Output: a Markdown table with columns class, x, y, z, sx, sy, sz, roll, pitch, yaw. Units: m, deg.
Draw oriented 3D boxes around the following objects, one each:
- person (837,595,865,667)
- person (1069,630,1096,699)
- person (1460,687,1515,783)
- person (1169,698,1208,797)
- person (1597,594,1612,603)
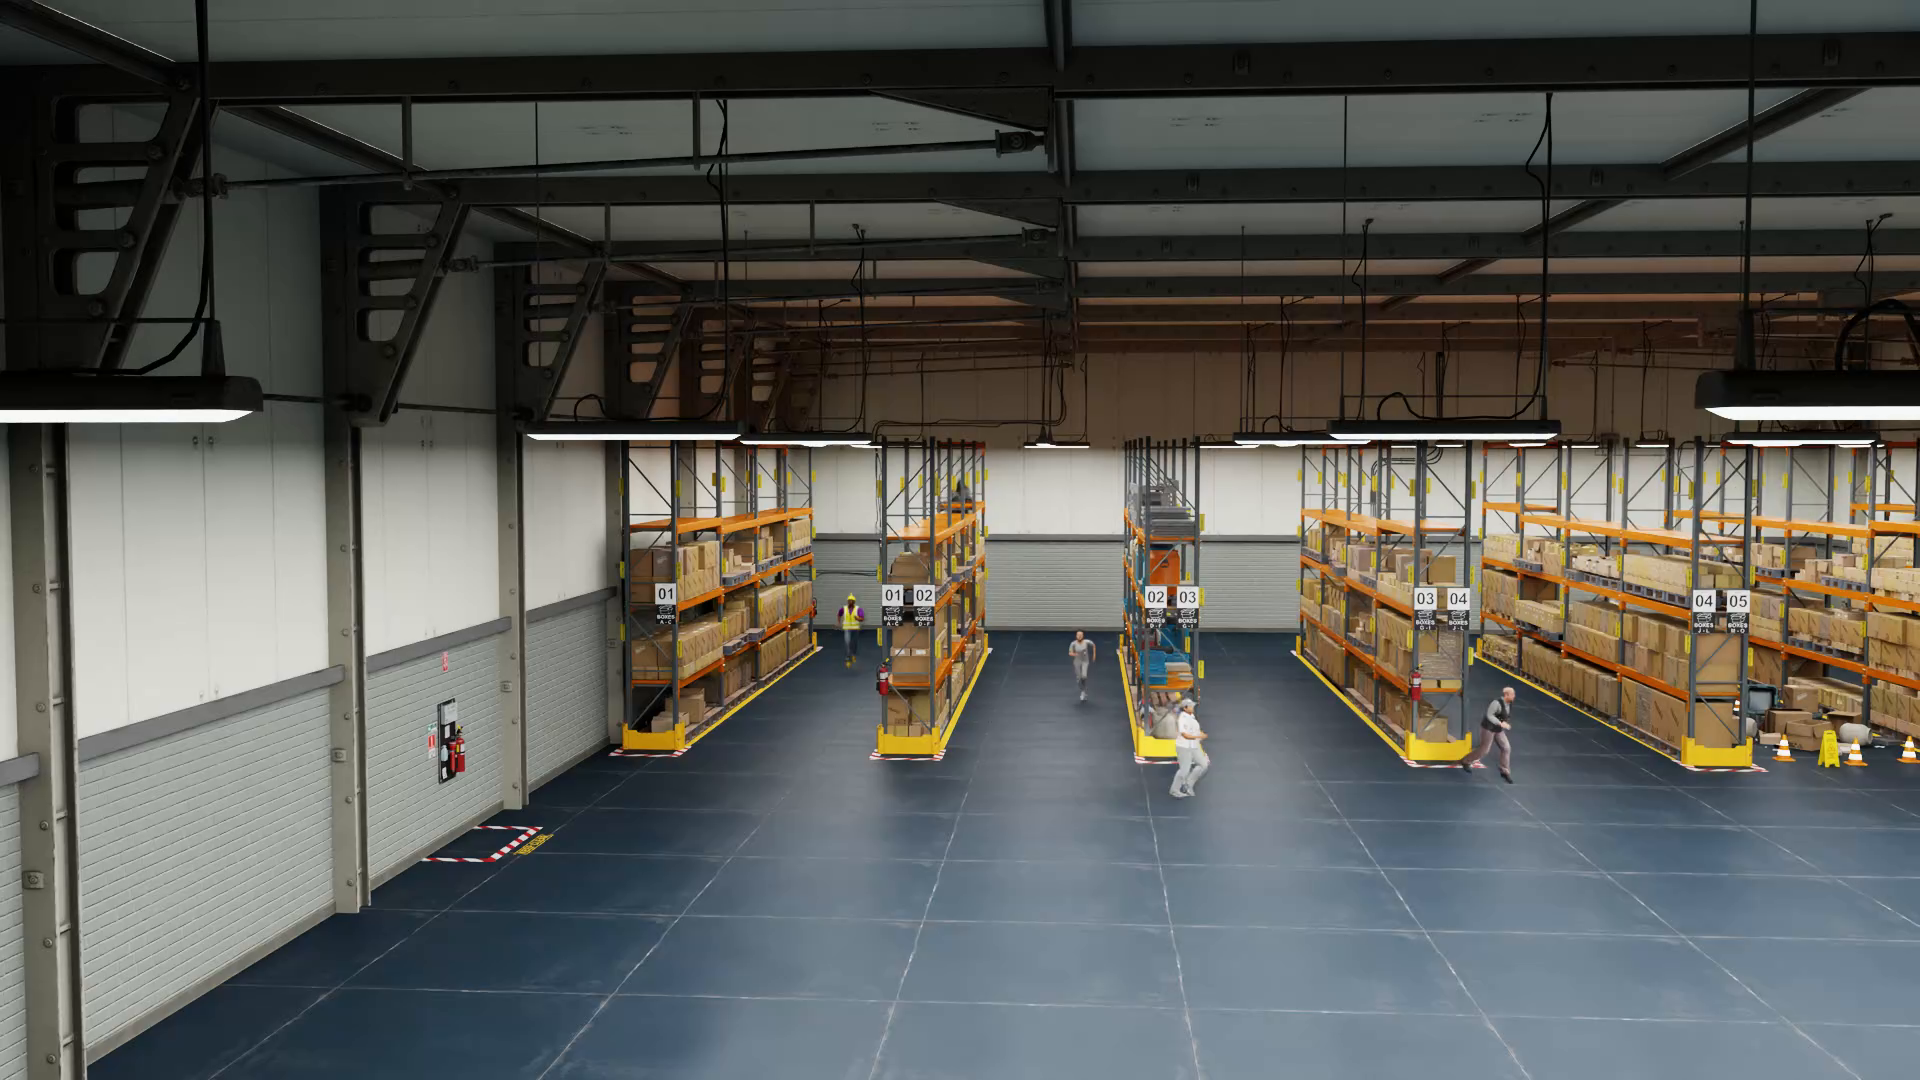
| class | x | y | z | sx | sy | sz | roll | pitch | yaw |
| --- | --- | --- | --- | --- | --- | --- | --- | --- | --- |
| person | -2.802 | 2.326 | 42.792 | 0.686 | 1.803 | 0.868 | 0 | 3 | -6 |
| person | 2.798 | 2.849 | 38.045 | 0.596 | 1.619 | 0.758 | 0 | 3 | 9 |
| person | 9.224 | 3.365 | 29.016 | 1.010 | 1.682 | 0.700 | 3 | 4 | 43 |
| person | 3.775 | 3.428 | 27.368 | 0.643 | 1.648 | 0.579 | 2 | 4 | 30 |
| person | 18.237 | 2.319 | 47.133 | 0.909 | 1.809 | 0.608 | 0 | 3 | 4 |
